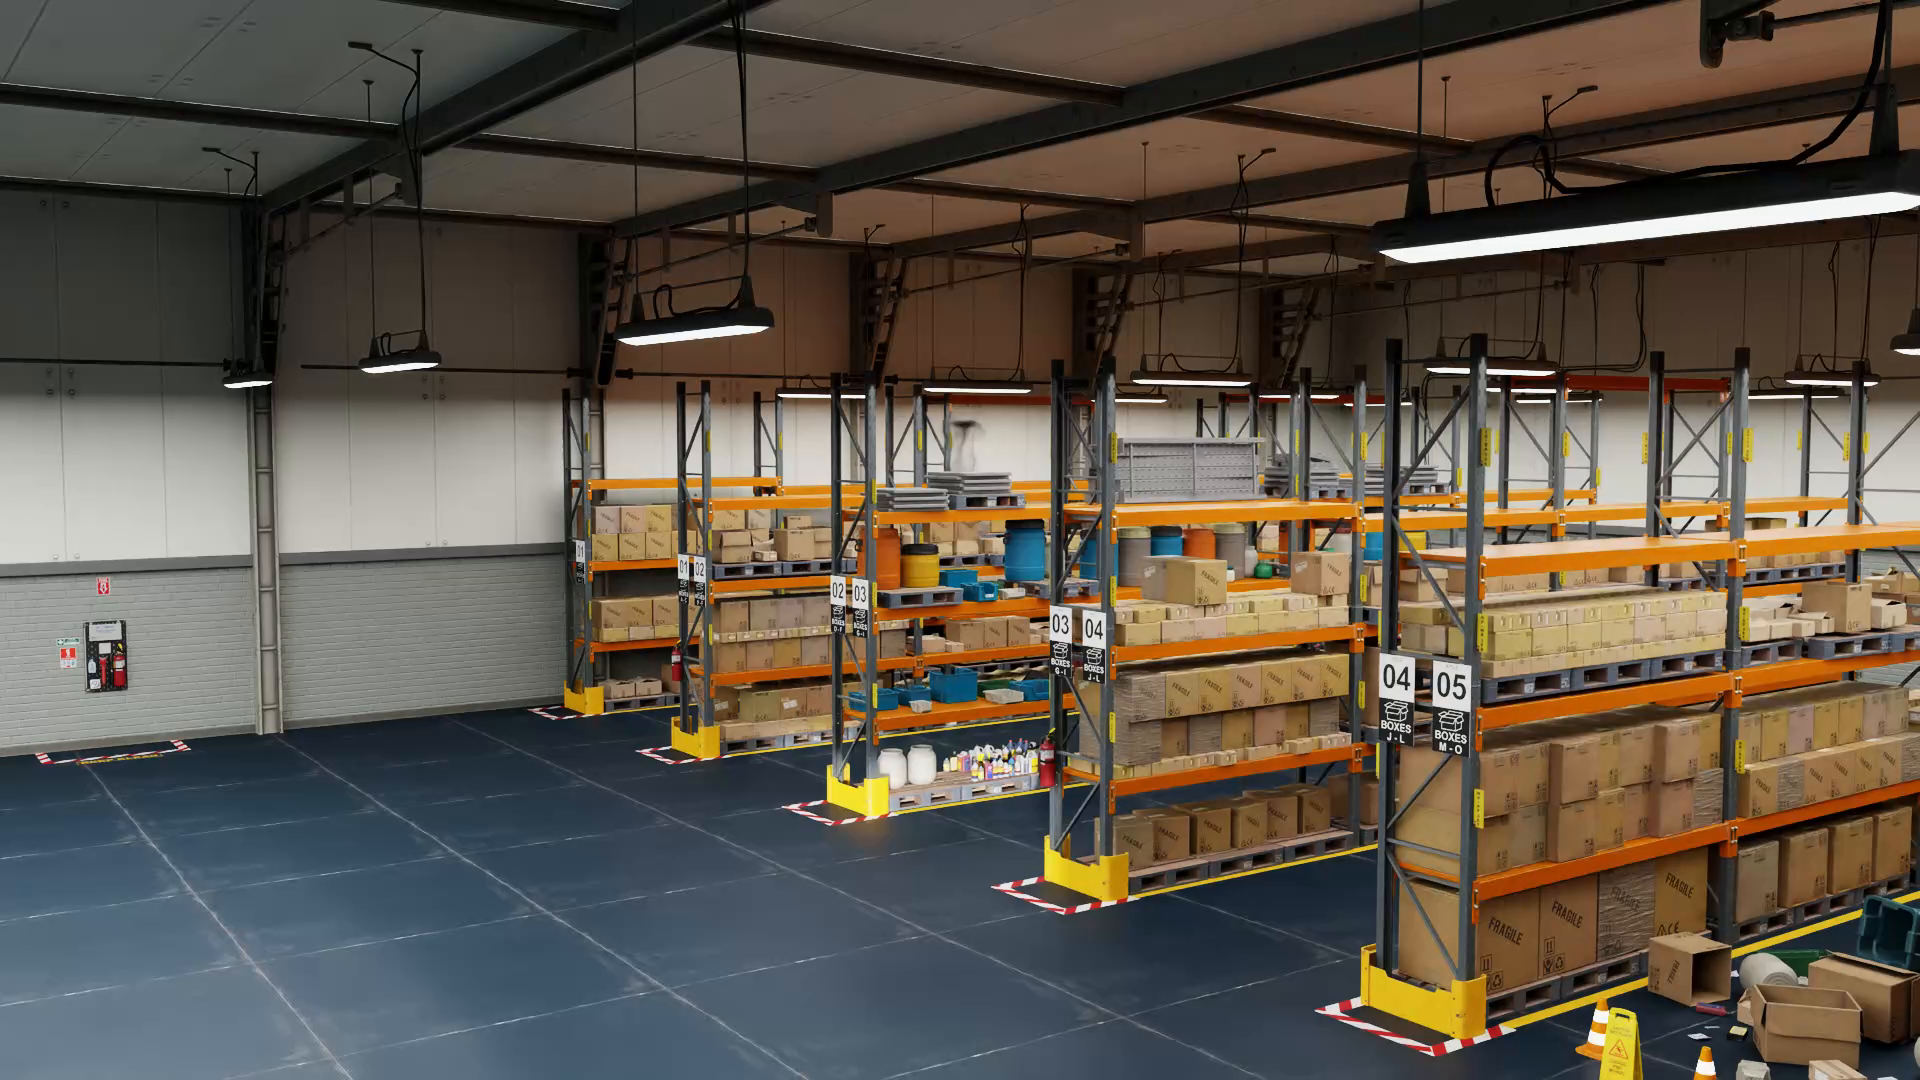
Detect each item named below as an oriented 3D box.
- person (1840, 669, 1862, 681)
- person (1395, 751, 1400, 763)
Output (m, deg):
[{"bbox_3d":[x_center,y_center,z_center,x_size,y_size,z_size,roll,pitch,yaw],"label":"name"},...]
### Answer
[{"bbox_3d":[15.202,2.520,28.410,0.573,1.625,0.518,-2,4,-25],"label":"person"},{"bbox_3d":[6.912,2.660,26.064,0.578,1.680,0.659,-3,5,-43],"label":"person"}]
